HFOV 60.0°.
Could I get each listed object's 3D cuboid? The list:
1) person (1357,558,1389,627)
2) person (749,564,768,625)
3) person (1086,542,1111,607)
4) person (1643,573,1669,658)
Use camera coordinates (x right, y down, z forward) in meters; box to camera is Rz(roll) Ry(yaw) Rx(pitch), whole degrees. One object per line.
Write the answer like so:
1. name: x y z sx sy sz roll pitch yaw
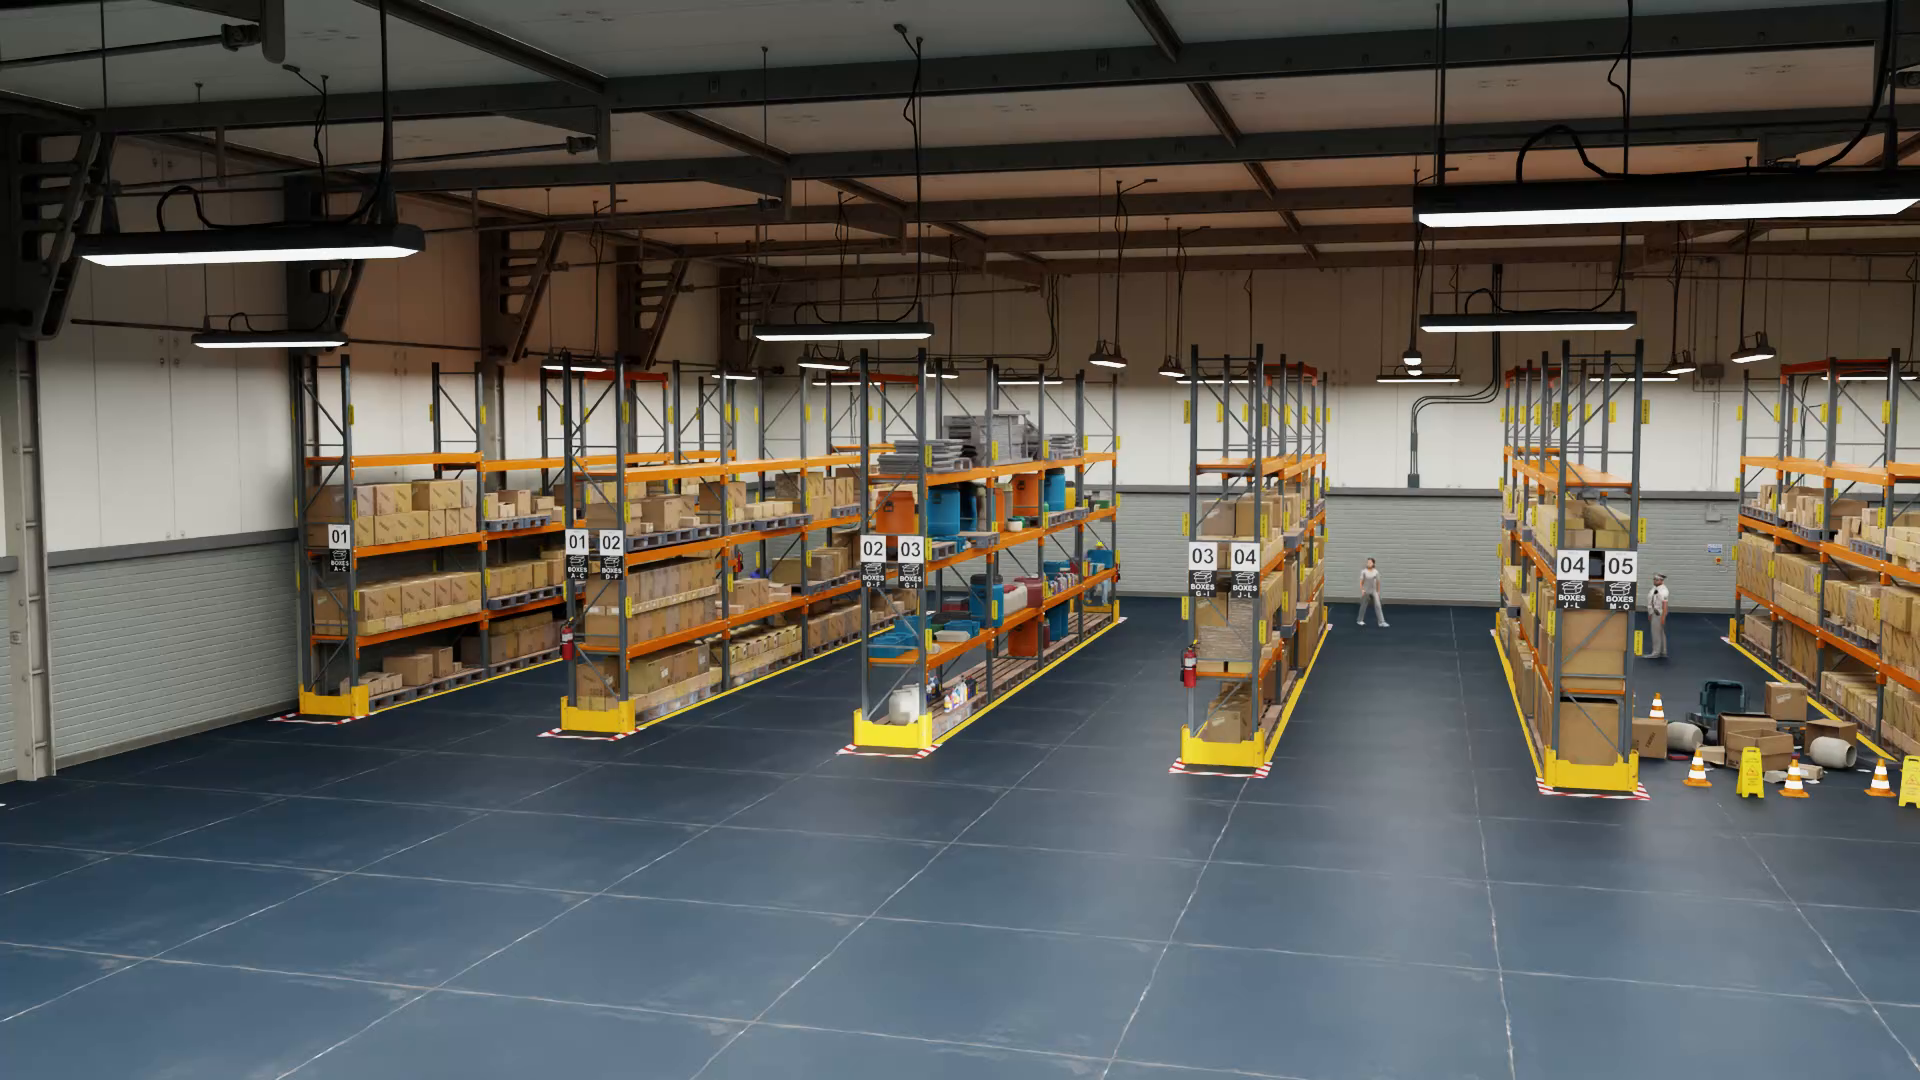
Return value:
1. person: 9.676 1.229 39.141 0.538 1.606 1.009 -1 4 -13
2. person: -4.696 1.291 38.752 0.419 1.612 0.928 2 5 20
3. person: 3.671 0.898 43.404 0.707 1.727 1.049 -1 5 -18
4. person: 14.397 1.549 34.360 0.460 1.771 0.569 2 5 22
